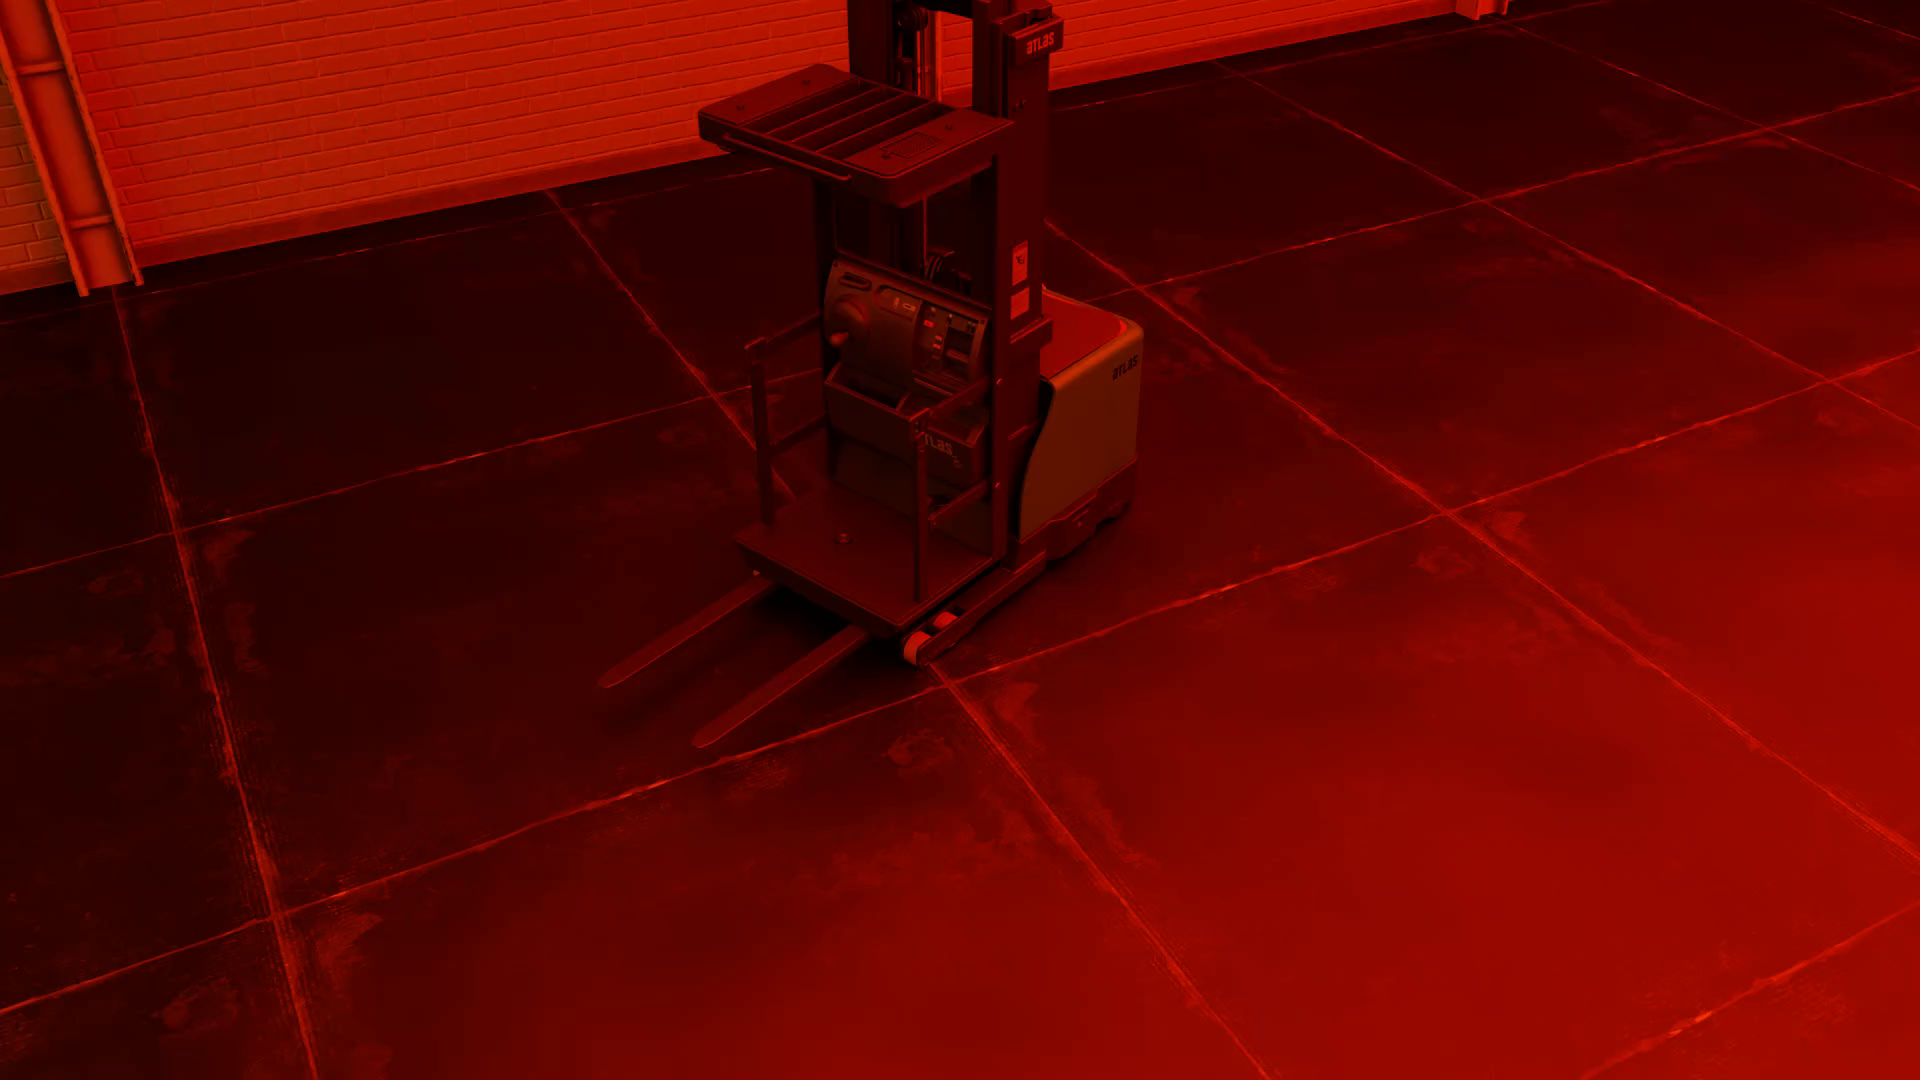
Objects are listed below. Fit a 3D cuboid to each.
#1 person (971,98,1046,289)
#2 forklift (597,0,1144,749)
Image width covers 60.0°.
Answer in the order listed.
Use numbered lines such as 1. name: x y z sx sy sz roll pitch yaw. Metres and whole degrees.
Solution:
1. person: 0.308 -2.392 10.651 0.477 1.596 0.519 -3 35 -4
2. forklift: -0.390 -0.927 7.434 1.130 2.935 3.031 26 43 31
